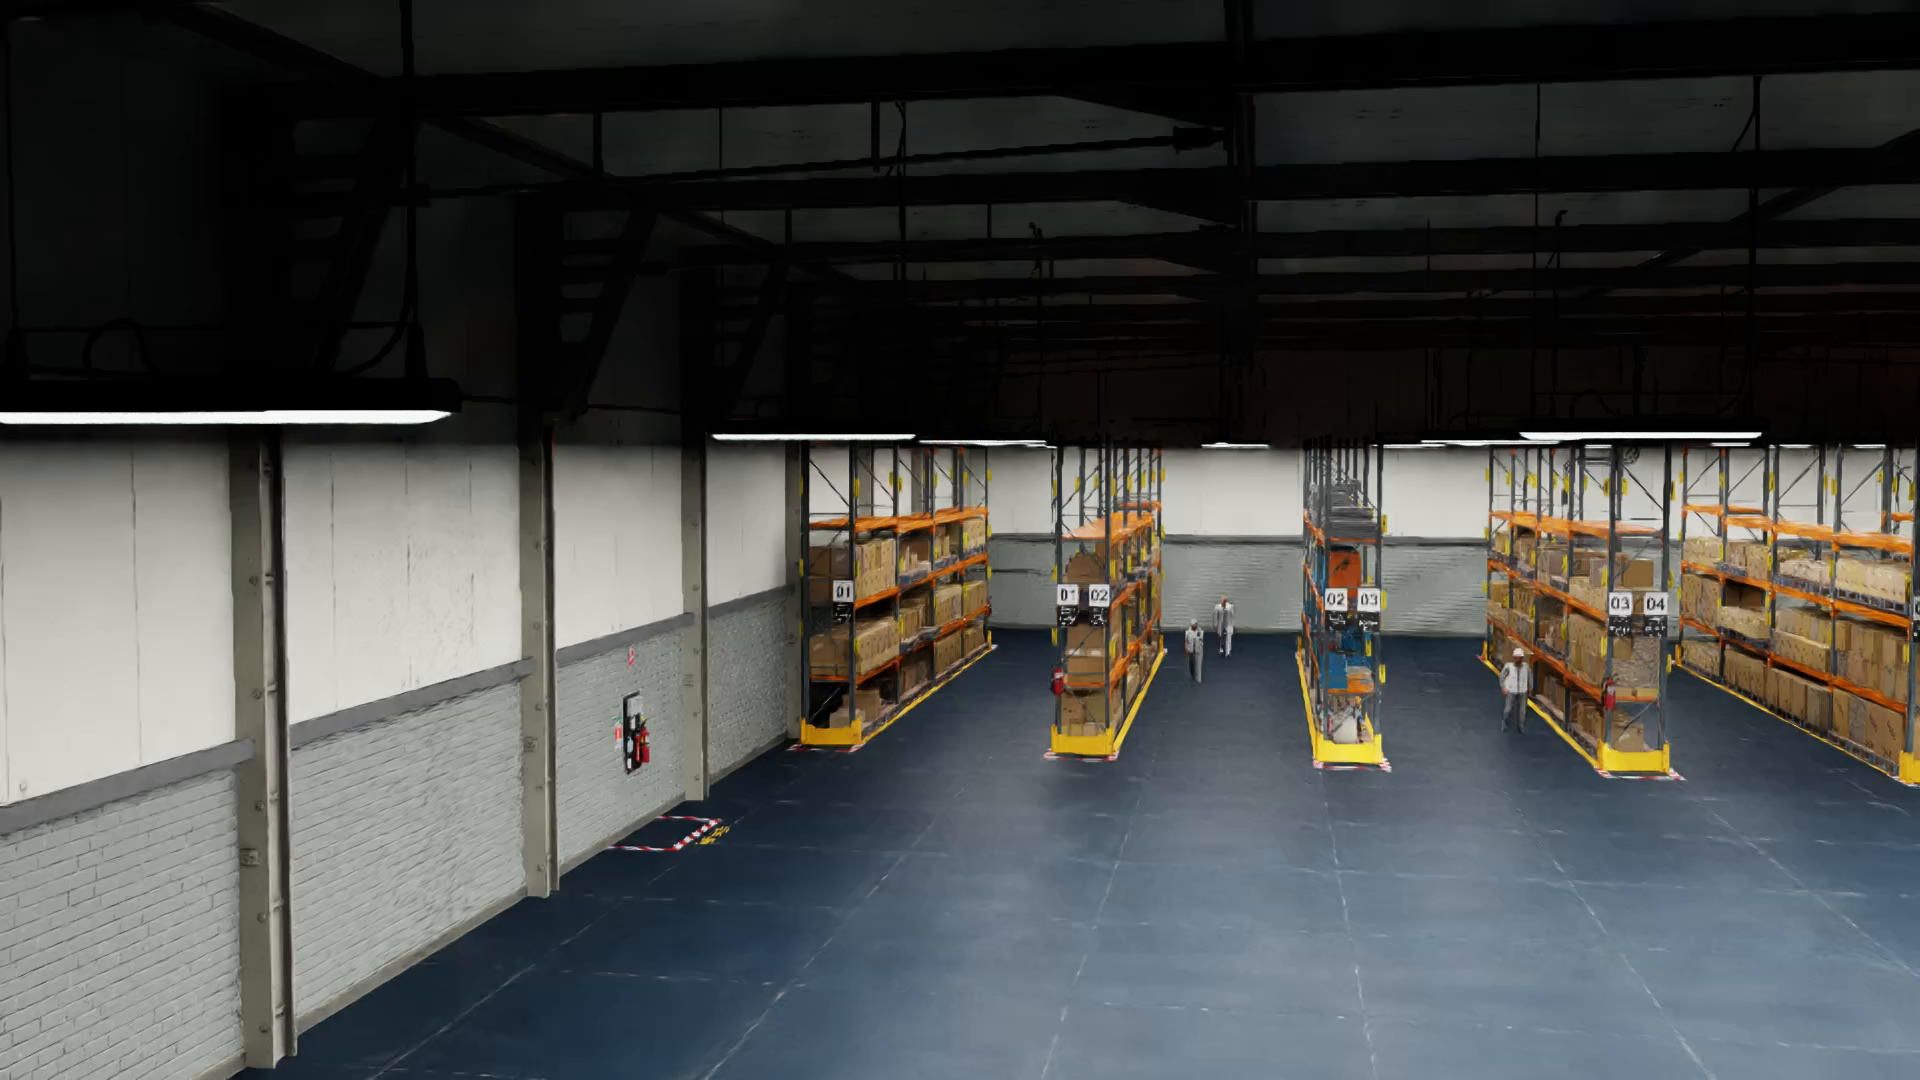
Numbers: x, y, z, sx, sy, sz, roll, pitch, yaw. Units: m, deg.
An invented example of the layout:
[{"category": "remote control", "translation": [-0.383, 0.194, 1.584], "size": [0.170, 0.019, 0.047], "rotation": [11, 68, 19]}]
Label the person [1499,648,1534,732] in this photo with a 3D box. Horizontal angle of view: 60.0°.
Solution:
[{"category": "person", "translation": [11.272, 3.044, 33.697], "size": [0.677, 1.726, 0.574], "rotation": [0, 3, 9]}]

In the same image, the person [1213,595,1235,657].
[{"category": "person", "translation": [7.329, 2.360, 46.157], "size": [0.598, 1.698, 1.194], "rotation": [1, 3, 12]}]

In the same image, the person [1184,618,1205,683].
[{"category": "person", "translation": [5.771, 2.703, 40.971], "size": [0.497, 1.583, 1.090], "rotation": [1, 3, 13]}]
